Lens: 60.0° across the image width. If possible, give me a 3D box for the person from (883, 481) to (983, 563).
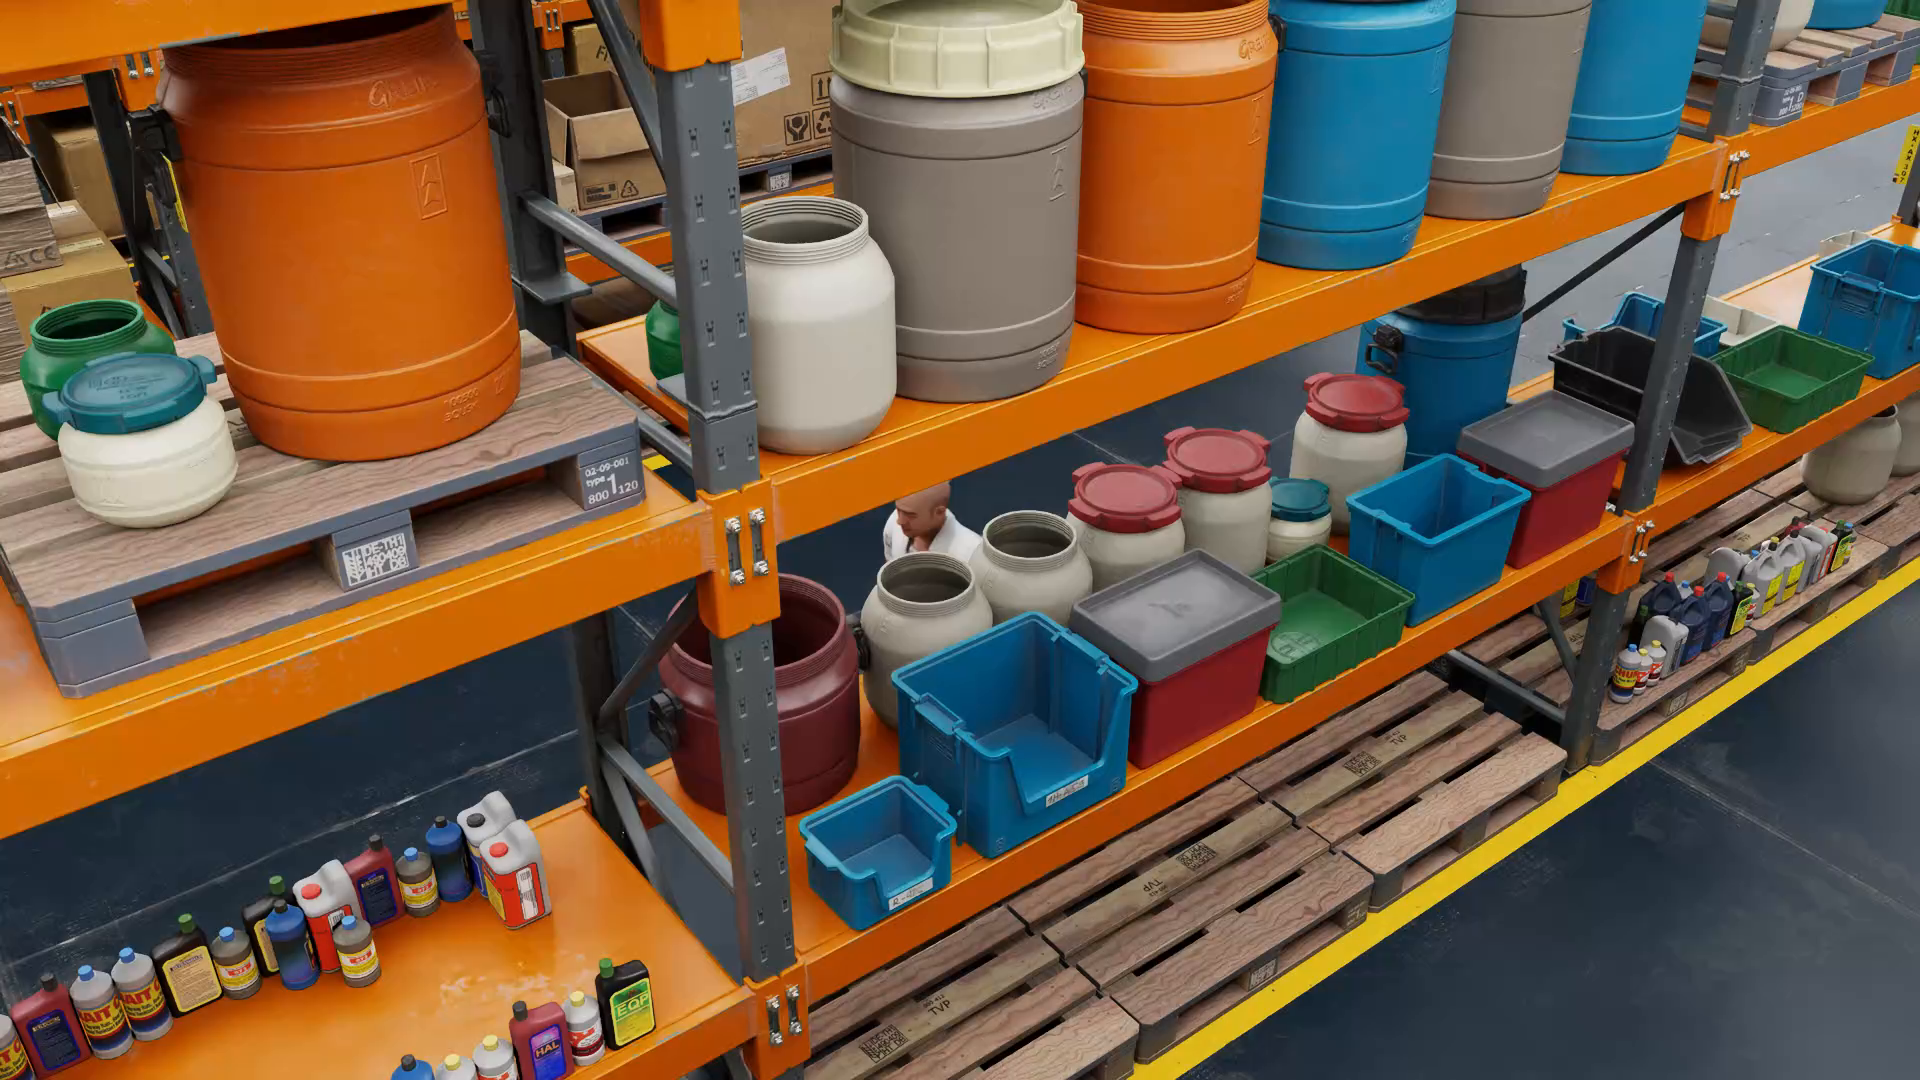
[{"bbox_3d":[-0.100,0.479,6.377,0.416,1.774,0.652,-23,38,-32],"label":"person"}]
